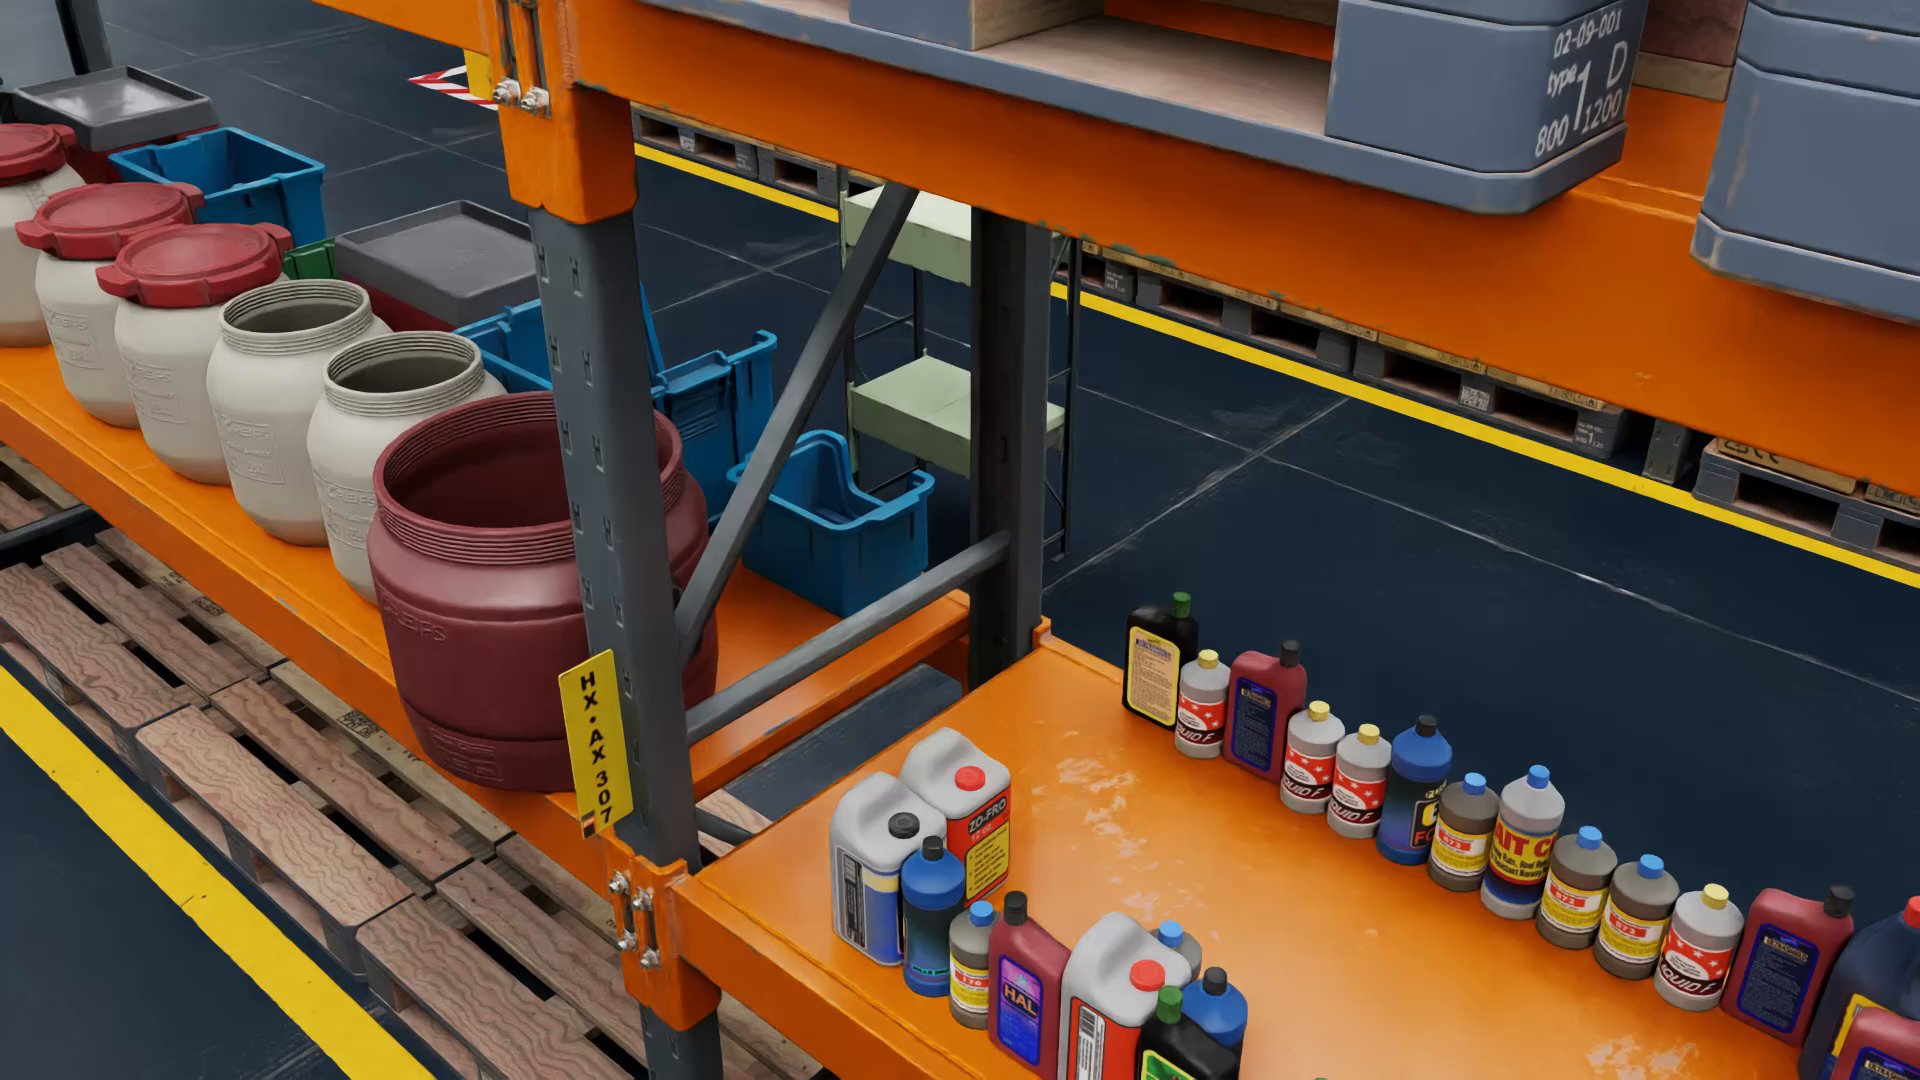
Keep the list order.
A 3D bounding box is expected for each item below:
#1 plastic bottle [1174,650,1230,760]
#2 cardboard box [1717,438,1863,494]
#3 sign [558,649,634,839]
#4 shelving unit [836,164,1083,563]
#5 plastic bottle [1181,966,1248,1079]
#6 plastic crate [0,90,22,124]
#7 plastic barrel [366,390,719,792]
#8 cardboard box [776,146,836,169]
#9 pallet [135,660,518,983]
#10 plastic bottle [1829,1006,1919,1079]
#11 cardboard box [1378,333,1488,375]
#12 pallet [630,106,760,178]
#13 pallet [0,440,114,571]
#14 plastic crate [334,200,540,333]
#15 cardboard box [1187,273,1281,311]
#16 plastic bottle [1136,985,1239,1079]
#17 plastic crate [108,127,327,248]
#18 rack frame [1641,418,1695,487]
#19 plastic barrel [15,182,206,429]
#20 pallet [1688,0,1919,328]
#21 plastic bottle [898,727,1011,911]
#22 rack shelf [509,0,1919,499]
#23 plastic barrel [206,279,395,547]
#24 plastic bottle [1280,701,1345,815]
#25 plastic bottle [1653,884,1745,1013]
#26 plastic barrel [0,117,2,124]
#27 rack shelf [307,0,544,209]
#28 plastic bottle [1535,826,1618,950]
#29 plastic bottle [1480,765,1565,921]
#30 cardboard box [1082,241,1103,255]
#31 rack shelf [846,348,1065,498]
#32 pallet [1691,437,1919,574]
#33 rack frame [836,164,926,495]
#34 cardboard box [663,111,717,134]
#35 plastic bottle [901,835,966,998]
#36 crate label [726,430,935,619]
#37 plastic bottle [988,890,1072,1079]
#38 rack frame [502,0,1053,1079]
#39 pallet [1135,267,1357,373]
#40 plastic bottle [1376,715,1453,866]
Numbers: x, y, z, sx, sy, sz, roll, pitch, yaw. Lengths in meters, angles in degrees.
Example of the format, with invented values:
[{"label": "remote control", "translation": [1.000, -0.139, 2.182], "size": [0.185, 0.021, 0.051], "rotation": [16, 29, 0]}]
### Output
[{"label": "plastic bottle", "translation": [0.448, 0.293, 3.047], "size": [0.097, 0.201, 0.097], "rotation": [0, 31, 0]}, {"label": "cardboard box", "translation": [3.261, -0.559, 6.268], "size": [0.500, 0.500, 0.500], "rotation": [27, 40, 37]}, {"label": "sign", "translation": [-0.576, 0.327, 2.640], "size": [0.005, 0.325, 0.100], "rotation": [25, 39, 35]}, {"label": "shelving unit", "translation": [-0.005, -0.645, 5.867], "size": [0.755, 1.500, 0.431], "rotation": [25, 39, 35]}, {"label": "plastic bottle", "translation": [0.344, 0.700, 2.303], "size": [0.097, 0.271, 0.097], "rotation": [0, 31, 0]}, {"label": "plastic crate", "translation": [-3.480, -1.403, 5.733], "size": [0.504, 0.338, 0.767], "rotation": [25, 39, 35]}, {"label": "plastic barrel", "translation": [-0.759, 0.081, 3.075], "size": [0.708, 0.536, 0.600], "rotation": [25, 39, 35]}, {"label": "cardboard box", "translation": [-0.705, -2.349, 9.502], "size": [0.500, 0.250, 0.500], "rotation": [25, 39, 35]}, {"label": "pallet", "translation": [-1.660, 0.674, 4.926], "size": [1.213, 0.211, 1.003], "rotation": [25, 39, 35]}, {"label": "plastic bottle", "translation": [1.262, 0.726, 2.249], "size": [0.133, 0.283, 0.061], "rotation": [25, 39, 35]}, {"label": "cardboard box", "translation": [2.177, -0.976, 7.222], "size": [0.500, 0.250, 0.500], "rotation": [25, 39, 35]}, {"label": "pallet", "translation": [-1.321, -2.612, 10.384], "size": [1.213, 0.211, 1.003], "rotation": [25, 39, 35]}, {"label": "pallet", "translation": [-3.647, -0.254, 6.467], "size": [1.213, 0.211, 1.003], "rotation": [25, 39, 35]}, {"label": "plastic crate", "translation": [-1.204, -0.519, 4.142], "size": [0.583, 0.464, 0.402], "rotation": [25, 39, 35]}, {"label": "cardboard box", "translation": [1.423, -1.329, 7.807], "size": [0.500, 0.250, 0.500], "rotation": [26, 40, 36]}, {"label": "plastic bottle", "translation": [0.304, 0.732, 2.240], "size": [0.133, 0.283, 0.061], "rotation": [25, 39, 35]}, {"label": "plastic crate", "translation": [-2.151, -0.930, 4.903], "size": [0.575, 0.384, 0.392], "rotation": [25, 39, 35]}, {"label": "rack frame", "translation": [3.115, -1.709, 6.180], "size": [0.127, 3.000, 1.000], "rotation": [25, 39, 35]}, {"label": "plastic barrel", "translation": [-2.071, -0.589, 4.189], "size": [0.433, 0.535, 0.433], "rotation": [0, 31, 0]}, {"label": "pallet", "translation": [1.264, -0.261, 1.050], "size": [1.213, 0.211, 1.003], "rotation": [25, 39, 35]}, {"label": "plastic bottle", "translation": [-0.006, 0.453, 2.710], "size": [0.135, 0.276, 0.152], "rotation": [25, 39, 35]}, {"label": "rack shelf", "translation": [1.271, -0.100, 1.298], "size": [4.000, 0.370, 1.077], "rotation": [25, 39, 35]}, {"label": "plastic barrel", "translation": [-1.430, -0.284, 3.705], "size": [0.421, 0.512, 0.421], "rotation": [0, 31, 0]}, {"label": "plastic bottle", "translation": [0.619, 0.373, 2.915], "size": [0.097, 0.201, 0.097], "rotation": [0, 31, 0]}, {"label": "plastic bottle", "translation": [1.124, 0.609, 2.523], "size": [0.097, 0.201, 0.097], "rotation": [0, 31, 0]}, {"label": "plastic barrel", "translation": [-3.094, -1.165, 4.791], "size": [0.708, 0.901, 0.600], "rotation": [25, 39, 35]}, {"label": "rack shelf", "translation": [-1.695, -1.485, 3.597], "size": [4.000, 0.370, 1.077], "rotation": [25, 39, 35]}, {"label": "plastic bottle", "translation": [0.980, 0.541, 2.635], "size": [0.097, 0.201, 0.097], "rotation": [0, 31, 0]}, {"label": "plastic bottle", "translation": [0.908, 0.478, 2.673], "size": [0.097, 0.271, 0.097], "rotation": [0, 31, 0]}, {"label": "cardboard box", "translation": [0.660, -1.683, 8.396], "size": [0.500, 0.250, 0.500], "rotation": [26, 40, 36]}, {"label": "rack shelf", "translation": [-0.005, -0.366, 6.035], "size": [0.720, 0.370, 0.431], "rotation": [25, 39, 35]}, {"label": "pallet", "translation": [3.643, -0.241, 6.446], "size": [1.213, 0.211, 1.003], "rotation": [25, 39, 35]}, {"label": "rack frame", "translation": [-0.276, -0.772, 6.077], "size": [0.023, 1.500, 0.400], "rotation": [25, 39, 35]}, {"label": "cardboard box", "translation": [-1.457, -2.689, 10.067], "size": [0.500, 0.250, 0.500], "rotation": [25, 39, 35]}, {"label": "plastic bottle", "translation": [-0.040, 0.563, 2.531], "size": [0.097, 0.271, 0.097], "rotation": [0, 31, 0]}, {"label": "crate label", "translation": [-0.273, -0.033, 3.559], "size": [0.416, 0.233, 0.303], "rotation": [25, 39, 35]}, {"label": "plastic bottle", "translation": [0.105, 0.639, 2.394], "size": [0.133, 0.283, 0.061], "rotation": [25, 39, 35]}, {"label": "rack frame", "translation": [-0.212, 0.184, 3.036], "size": [0.127, 3.000, 1.000], "rotation": [25, 39, 35]}, {"label": "pallet", "translation": [1.630, -1.236, 8.099], "size": [1.213, 0.211, 1.003], "rotation": [25, 39, 35]}, {"label": "plastic bottle", "translation": [0.763, 0.410, 2.785], "size": [0.097, 0.271, 0.097], "rotation": [0, 31, 0]}]
